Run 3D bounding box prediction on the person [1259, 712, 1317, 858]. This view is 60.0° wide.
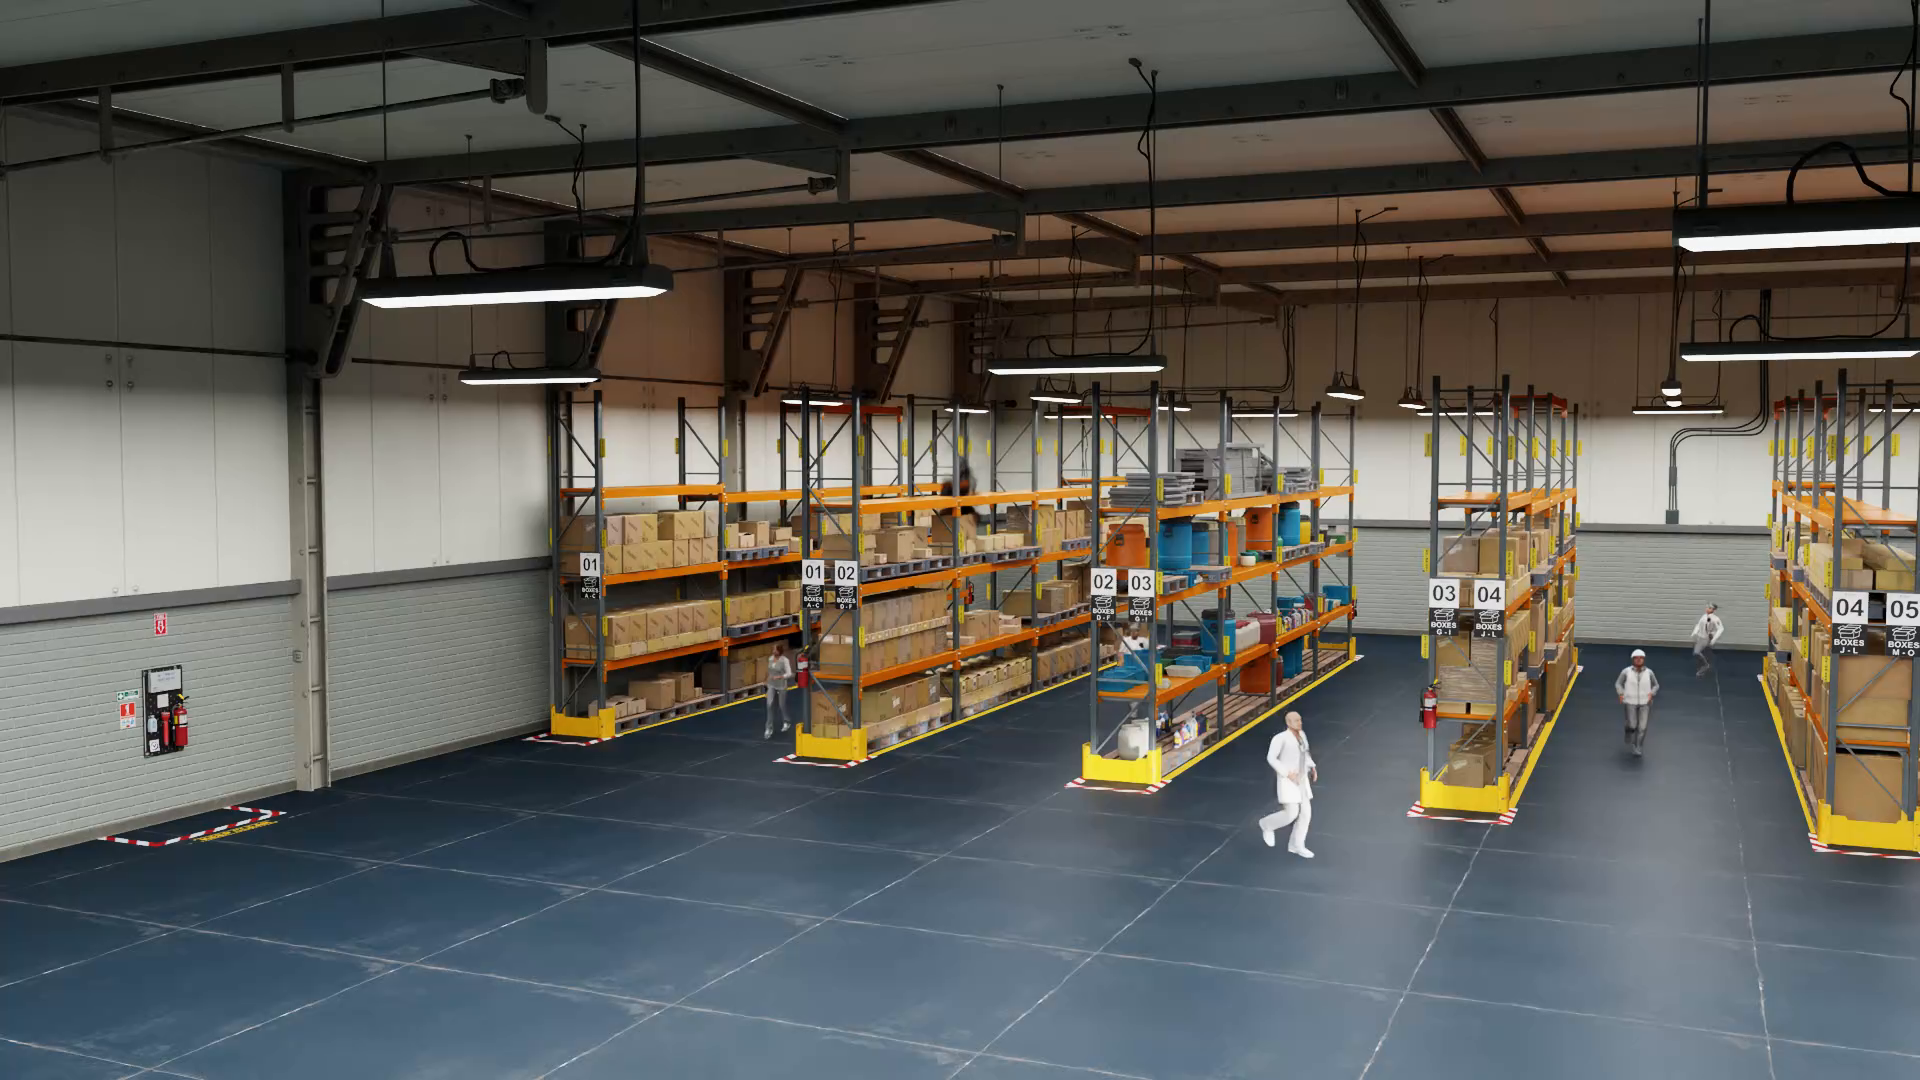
[{"bbox_3d":[4.080,3.091,20.586,0.738,1.571,0.770,-2,4,-37],"label":"person"}]

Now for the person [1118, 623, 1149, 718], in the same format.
[{"bbox_3d":[3.285,2.414,31.196,0.663,1.758,0.752,1,3,14],"label":"person"}]

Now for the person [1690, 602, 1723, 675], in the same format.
[{"bbox_3d":[16.357,2.172,36.541,0.546,1.644,0.671,-1,3,-11],"label":"person"}]

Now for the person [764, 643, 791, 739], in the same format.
[{"bbox_3d":[-3.153,2.588,28.863,0.528,1.620,0.795,1,3,17],"label":"person"}]

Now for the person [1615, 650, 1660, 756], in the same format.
[{"bbox_3d":[11.063,2.653,27.144,0.672,1.728,0.573,1,3,16],"label":"person"}]
